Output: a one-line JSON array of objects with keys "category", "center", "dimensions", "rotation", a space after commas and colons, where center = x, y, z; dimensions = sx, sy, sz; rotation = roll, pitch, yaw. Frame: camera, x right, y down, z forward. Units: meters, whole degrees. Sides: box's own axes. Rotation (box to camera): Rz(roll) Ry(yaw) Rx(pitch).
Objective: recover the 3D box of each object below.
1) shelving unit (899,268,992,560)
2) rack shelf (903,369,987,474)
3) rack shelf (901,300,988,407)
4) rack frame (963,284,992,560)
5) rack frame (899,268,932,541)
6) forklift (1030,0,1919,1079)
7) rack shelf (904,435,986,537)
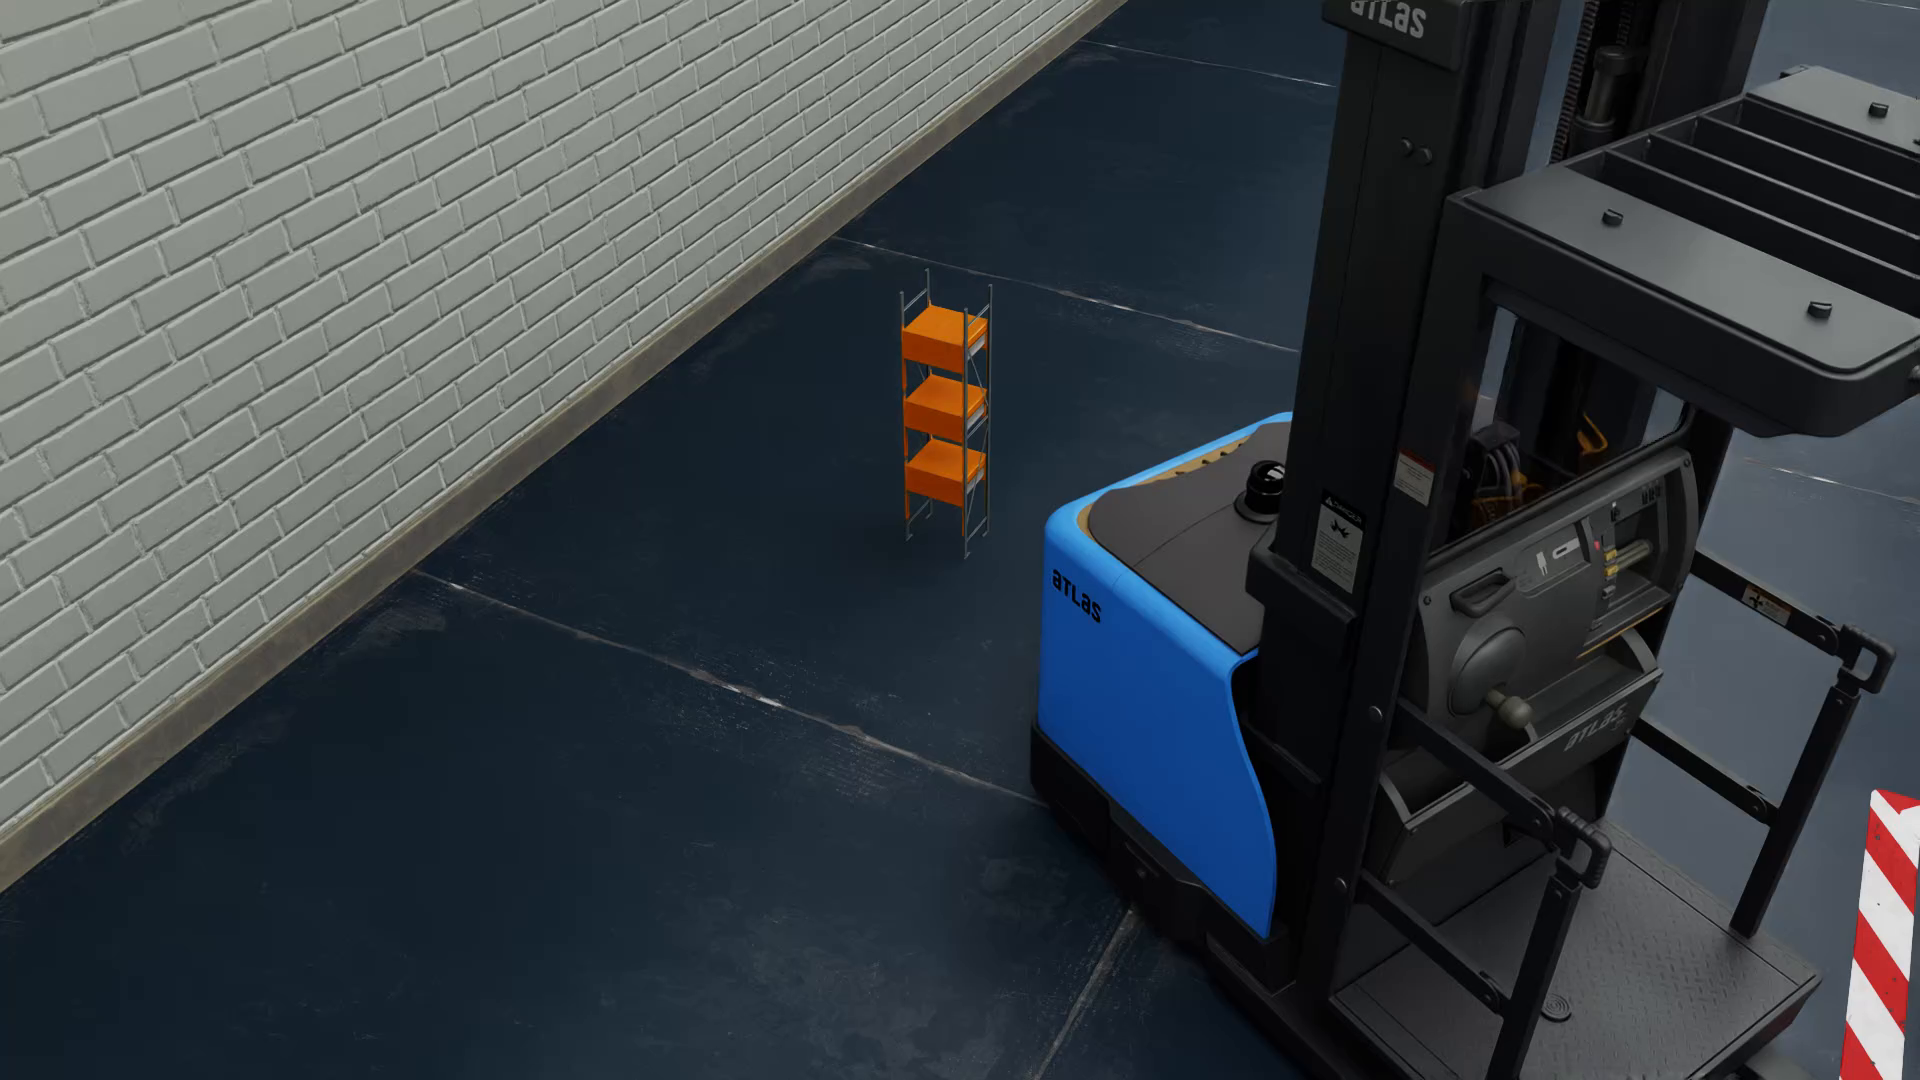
[{"category": "shelving unit", "center": [-0.048, -0.433, 5.952], "dimensions": [0.252, 1.050, 0.215], "rotation": [17, 41, 21]}, {"category": "rack shelf", "center": [-0.048, -0.425, 5.959], "dimensions": [0.240, 0.259, 0.215], "rotation": [17, 41, 21]}, {"category": "rack shelf", "center": [-0.048, -0.651, 5.787], "dimensions": [0.240, 0.259, 0.215], "rotation": [17, 41, 21]}, {"category": "rack frame", "center": [0.061, -0.399, 5.907], "dimensions": [0.008, 1.050, 0.200], "rotation": [17, 41, 21]}, {"category": "rack frame", "center": [-0.156, -0.467, 5.997], "dimensions": [0.008, 1.050, 0.200], "rotation": [17, 41, 21]}, {"category": "forklift", "center": [1.476, 0.173, 3.597], "dimensions": [1.130, 2.935, 3.031], "rotation": [-23, 43, -27]}, {"category": "rack shelf", "center": [-0.048, -0.203, 6.127], "dimensions": [0.240, 0.259, 0.215], "rotation": [17, 41, 21]}]
